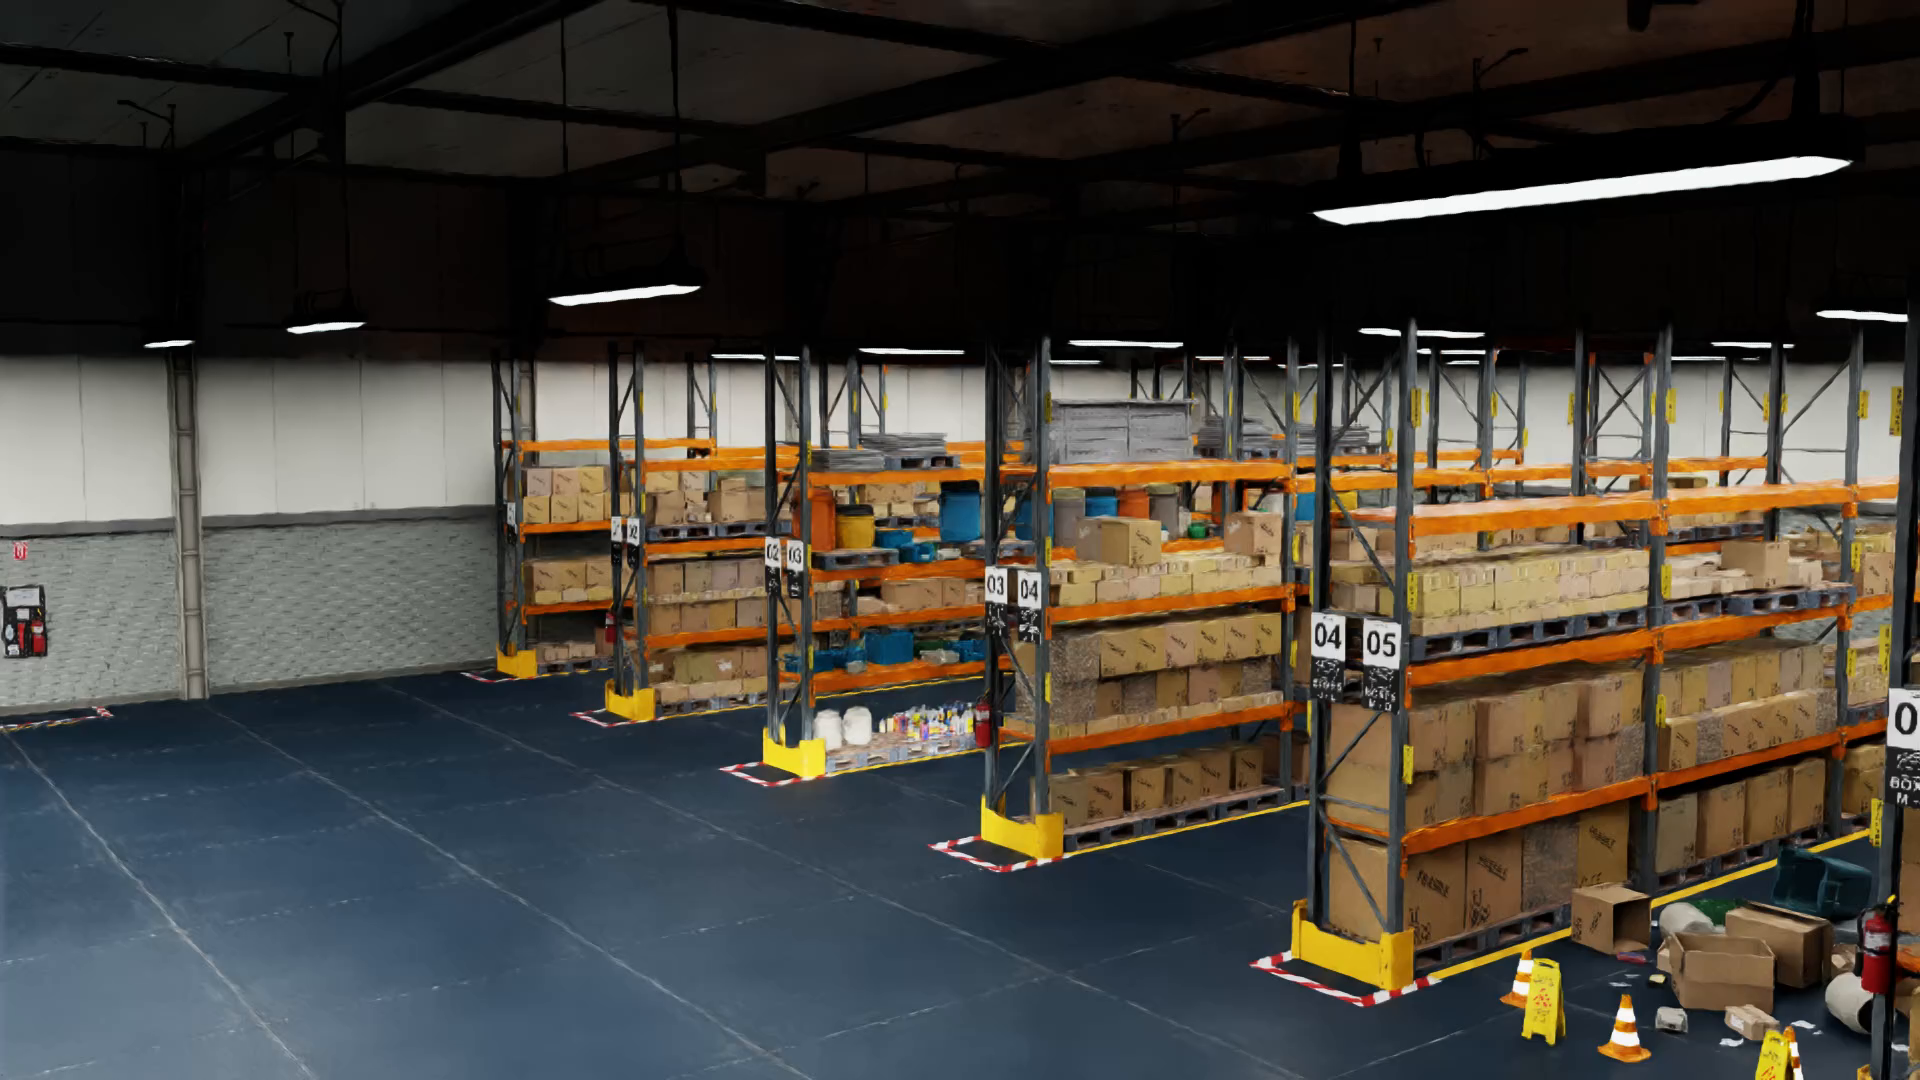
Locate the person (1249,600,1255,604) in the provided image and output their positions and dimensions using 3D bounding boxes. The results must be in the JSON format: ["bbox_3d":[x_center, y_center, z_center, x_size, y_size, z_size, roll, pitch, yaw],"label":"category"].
[{"bbox_3d":[5.990,1.375,33.545,0.878,1.703,0.673,-3,6,-31],"label":"person"}]
